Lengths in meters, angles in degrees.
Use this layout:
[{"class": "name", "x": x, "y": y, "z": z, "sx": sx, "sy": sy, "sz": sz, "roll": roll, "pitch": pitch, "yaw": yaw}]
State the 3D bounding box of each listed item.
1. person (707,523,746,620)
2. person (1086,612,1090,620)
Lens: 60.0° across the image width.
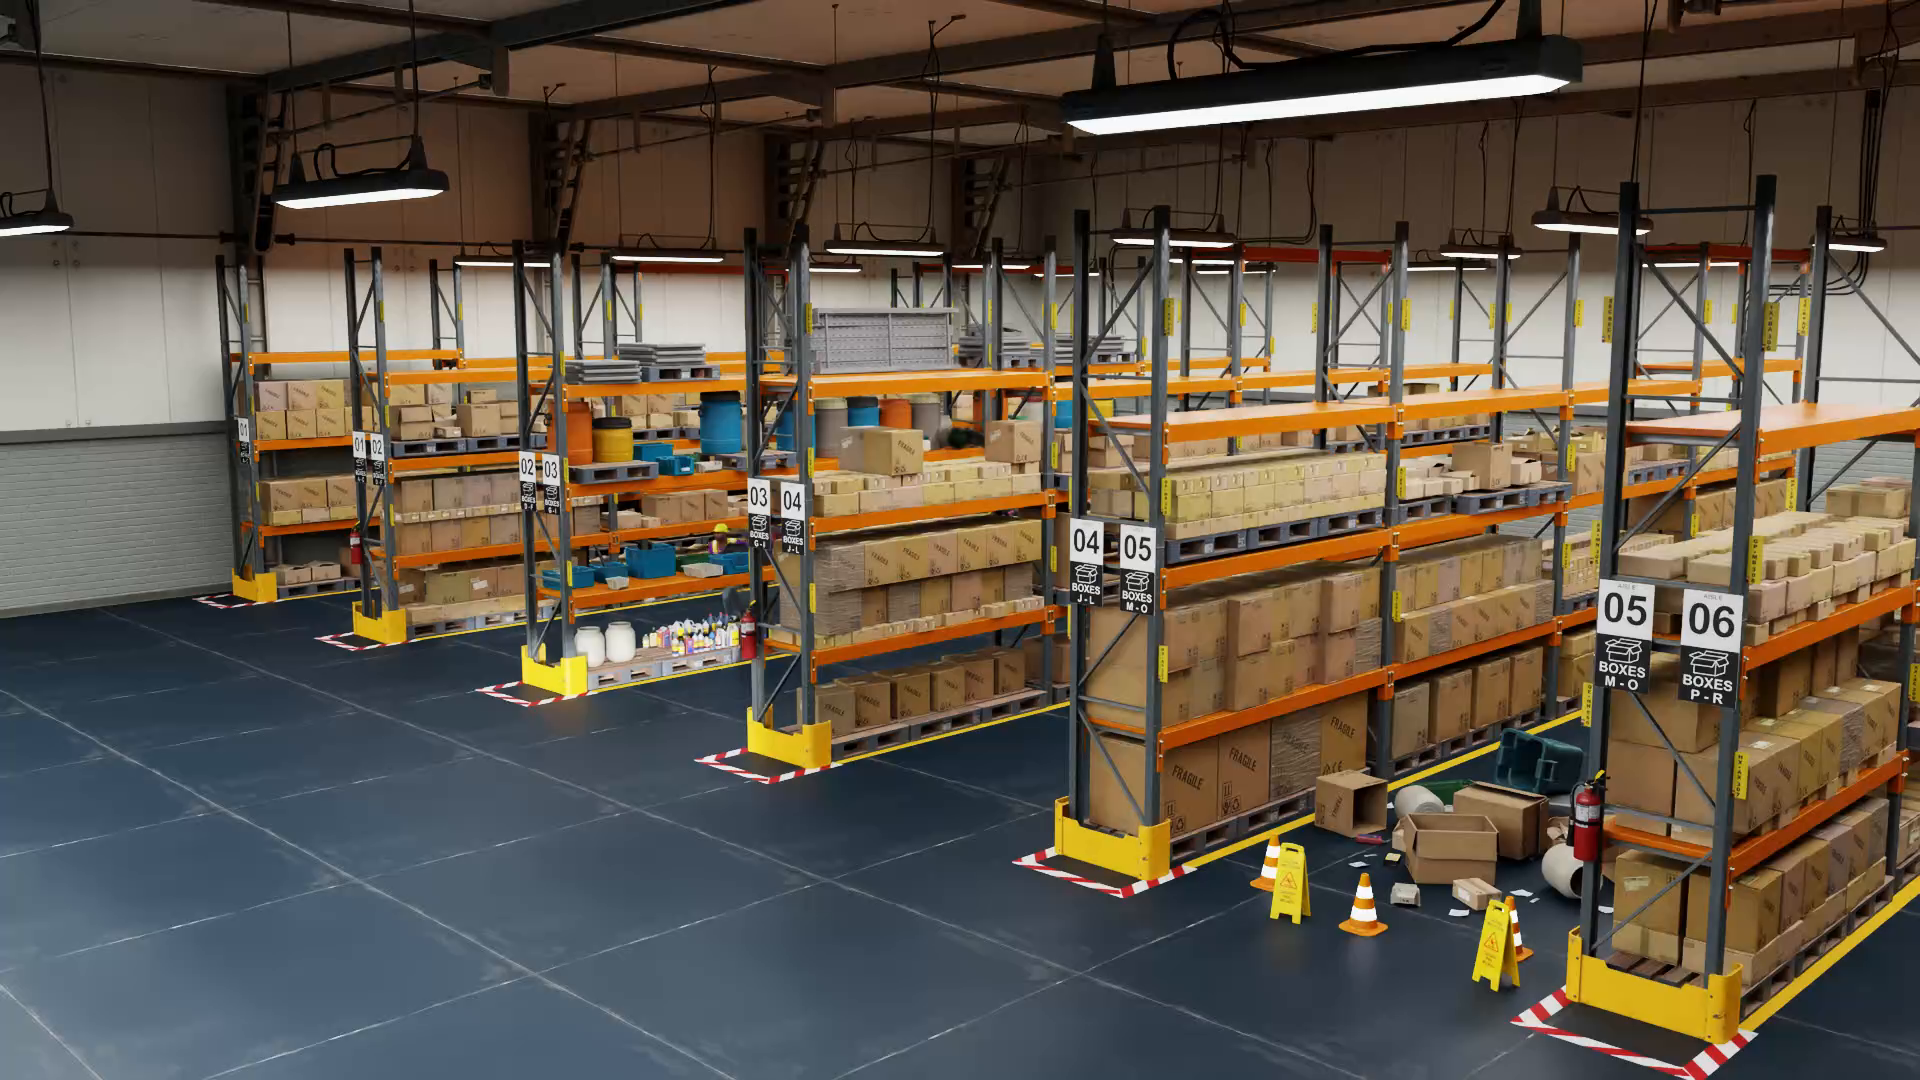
[{"class": "person", "x": -3.640, "y": 0.582, "z": 26.368, "sx": 0.722, "sy": 1.741, "sz": 0.979, "roll": 5, "pitch": 10, "yaw": 33}, {"class": "person", "x": 2.240, "y": 0.475, "z": 25.596, "sx": 0.735, "sy": 1.601, "sz": 0.593, "roll": -4, "pitch": 9, "yaw": -23}]
